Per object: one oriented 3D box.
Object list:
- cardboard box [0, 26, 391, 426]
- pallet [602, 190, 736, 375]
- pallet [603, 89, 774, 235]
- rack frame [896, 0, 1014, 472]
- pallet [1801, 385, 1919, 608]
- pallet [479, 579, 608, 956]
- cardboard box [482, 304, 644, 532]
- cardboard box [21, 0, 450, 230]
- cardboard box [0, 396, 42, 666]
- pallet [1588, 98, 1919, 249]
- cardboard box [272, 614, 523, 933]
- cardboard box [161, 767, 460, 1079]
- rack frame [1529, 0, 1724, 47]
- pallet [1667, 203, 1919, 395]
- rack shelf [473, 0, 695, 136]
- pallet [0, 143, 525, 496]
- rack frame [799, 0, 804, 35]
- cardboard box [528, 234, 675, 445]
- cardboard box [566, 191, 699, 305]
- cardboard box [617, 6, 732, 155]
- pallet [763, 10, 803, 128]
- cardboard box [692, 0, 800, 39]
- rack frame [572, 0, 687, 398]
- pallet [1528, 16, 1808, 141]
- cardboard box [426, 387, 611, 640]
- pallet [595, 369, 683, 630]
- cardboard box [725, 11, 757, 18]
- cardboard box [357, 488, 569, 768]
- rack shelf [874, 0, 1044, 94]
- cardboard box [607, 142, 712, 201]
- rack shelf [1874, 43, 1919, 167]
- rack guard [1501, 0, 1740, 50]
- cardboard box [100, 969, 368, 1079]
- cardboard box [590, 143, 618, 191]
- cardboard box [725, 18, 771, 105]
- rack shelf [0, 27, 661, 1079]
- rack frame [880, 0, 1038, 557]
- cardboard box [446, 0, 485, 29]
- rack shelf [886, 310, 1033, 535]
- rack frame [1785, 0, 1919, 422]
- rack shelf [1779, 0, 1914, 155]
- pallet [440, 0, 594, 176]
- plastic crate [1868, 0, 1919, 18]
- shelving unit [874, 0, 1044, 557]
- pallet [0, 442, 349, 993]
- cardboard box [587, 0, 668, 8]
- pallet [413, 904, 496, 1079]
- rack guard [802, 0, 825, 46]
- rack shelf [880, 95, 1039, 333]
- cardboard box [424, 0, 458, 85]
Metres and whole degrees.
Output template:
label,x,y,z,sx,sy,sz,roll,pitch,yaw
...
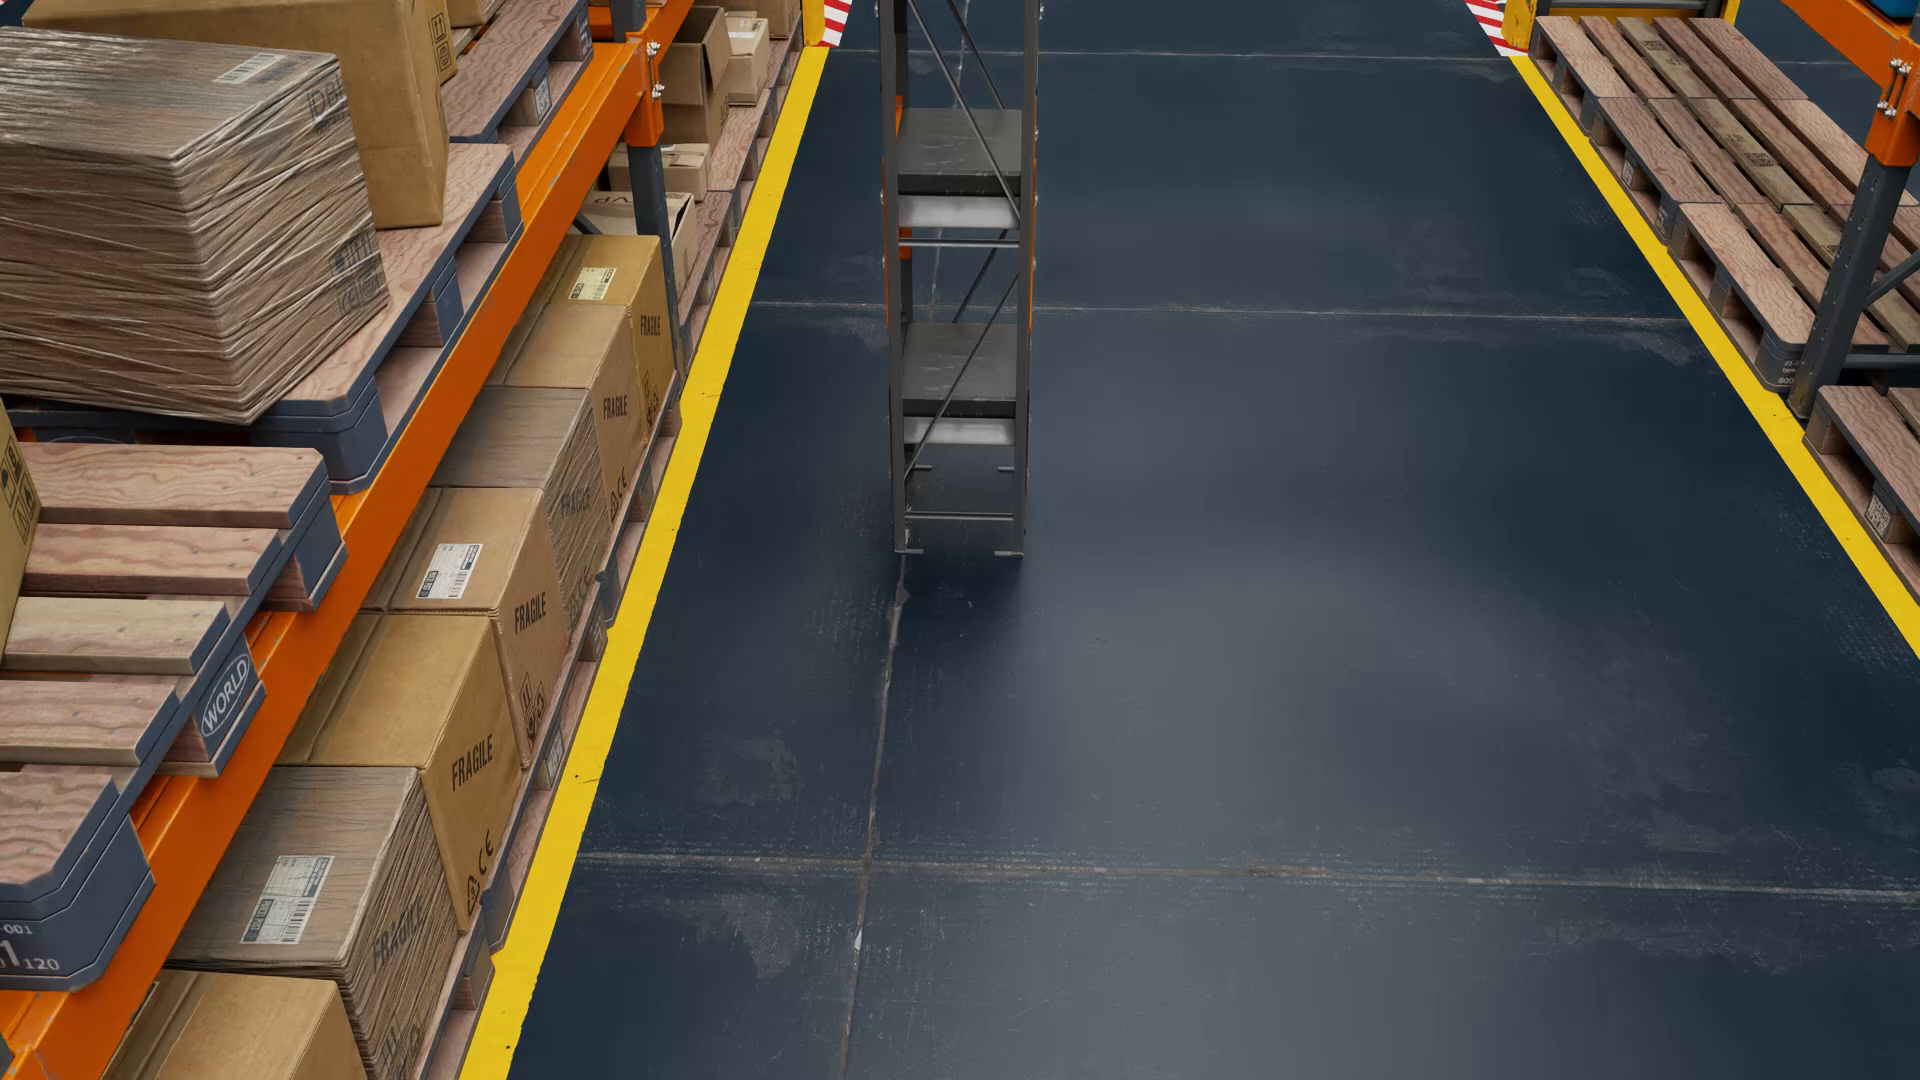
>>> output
label,x,y,z,sx,sy,sz,roll,pitch,yaw
cardboard box,-1.522,-0.584,3.020,0.700,0.500,0.500,8,36,11
pallet,-1.473,-1.038,6.543,1.003,0.211,1.213,1,35,2
pallet,-1.427,-1.740,7.543,1.003,0.211,1.213,1,35,2
rack frame,0.016,-1.094,4.981,0.400,2.100,0.015,1,35,2
pallet,3.375,-0.084,5.186,1.003,0.211,1.213,1,35,2
pallet,-1.543,0.528,4.315,1.003,0.211,1.213,1,35,2
cardboard box,-1.263,-0.367,4.955,0.500,0.500,0.500,1,35,2
cardboard box,-1.511,-0.980,3.584,0.700,0.500,0.500,-7,36,-10
cardboard box,-1.750,-0.063,2.279,0.700,0.500,0.500,-10,36,-14
pallet,3.485,-1.653,7.418,1.003,0.211,1.213,1,35,2
cardboard box,-1.318,0.513,3.703,0.500,0.500,0.500,1,35,1
cardboard box,-1.343,0.801,3.293,0.500,0.500,0.500,0,35,0
rack frame,3.608,-3.966,8.284,1.000,3.000,0.127,1,35,2
pallet,3.438,-0.950,6.418,1.003,0.211,1.213,1,35,2
rack shelf,-1.421,-2.639,7.022,1.077,0.370,4.000,1,35,2
pallet,-1.589,-0.525,3.555,1.003,0.211,1.213,1,35,2
rack frame,-1.341,-4.082,8.450,1.000,3.000,0.127,1,35,2
cardboard box,-1.235,-0.651,5.359,0.500,0.500,0.500,1,35,2
cardboard box,-1.269,-1.100,6.162,0.500,0.311,0.500,1,35,2
cardboard box,-1.431,-2.022,7.307,0.797,0.503,0.637,1,35,2
pallet,-1.375,-2.439,8.538,1.003,0.211,1.213,1,35,2
cardboard box,-1.117,-2.921,8.589,0.500,0.500,0.500,1,35,2
rack frame,-1.502,-1.784,5.180,1.000,3.000,0.127,1,35,2
pallet,3.536,-2.352,8.413,1.003,0.211,1.213,1,35,2
cardboard box,-1.284,-0.079,4.545,0.500,0.500,0.500,2,35,2
pallet,-1.496,-0.175,5.315,1.003,0.211,1.213,1,35,2
cardboard box,-1.223,-2.554,8.357,0.380,0.166,0.250,1,35,2
cardboard box,-1.302,0.213,4.130,0.500,0.500,0.500,0,35,0
rack shelf,0.007,-1.516,4.387,0.431,0.518,0.480,1,35,2
cardboard box,-1.244,-1.538,6.911,0.380,0.166,0.250,1,35,2
rack shelf,3.367,-0.224,3.586,1.077,0.370,4.000,1,35,2
rack guard,3.596,-2.957,9.023,1.175,0.500,0.348,1,35,2
cardboard box,-1.358,1.102,2.865,0.500,0.500,0.500,3,35,4
cardboard box,-1.732,-1.629,6.915,0.500,0.311,0.500,1,35,2
cardboard box,-1.185,-2.274,7.886,0.500,0.250,0.500,1,35,2
rack shelf,-1.582,-0.341,3.752,1.077,0.370,4.000,1,35,2
rack frame,-0.003,-0.814,4.582,0.400,2.100,0.015,1,35,2
cardboard box,-1.744,-1.730,4.650,0.700,0.500,0.500,-10,36,-14
rack shelf,0.007,-0.370,5.192,0.431,0.518,0.480,1,35,2
rack frame,3.448,-1.667,5.014,1.000,3.000,0.127,1,35,2
rack shelf,3.528,-2.522,6.856,1.077,0.370,4.000,1,35,2
pallet,-1.643,-1.249,4.585,1.003,0.211,1.213,1,35,2
plastic crate,3.126,-1.962,5.394,0.392,0.384,0.575,1,35,2
shelving unit,0.007,-0.954,4.782,0.431,2.100,0.503,1,35,2
pallet,-1.705,0.202,2.521,1.213,0.211,1.003,1,35,2
cardboard box,-1.209,-2.111,5.559,0.500,0.500,0.500,2,35,3
pallet,-1.594,1.227,3.321,1.003,0.211,1.213,1,35,2
rack guard,-1.344,-3.016,9.106,1.175,0.500,0.348,1,35,2
rack shelf,0.007,-0.943,4.789,0.431,0.518,0.480,1,35,2
cardboard box,-1.708,-1.333,4.086,0.700,0.500,0.500,7,36,9
